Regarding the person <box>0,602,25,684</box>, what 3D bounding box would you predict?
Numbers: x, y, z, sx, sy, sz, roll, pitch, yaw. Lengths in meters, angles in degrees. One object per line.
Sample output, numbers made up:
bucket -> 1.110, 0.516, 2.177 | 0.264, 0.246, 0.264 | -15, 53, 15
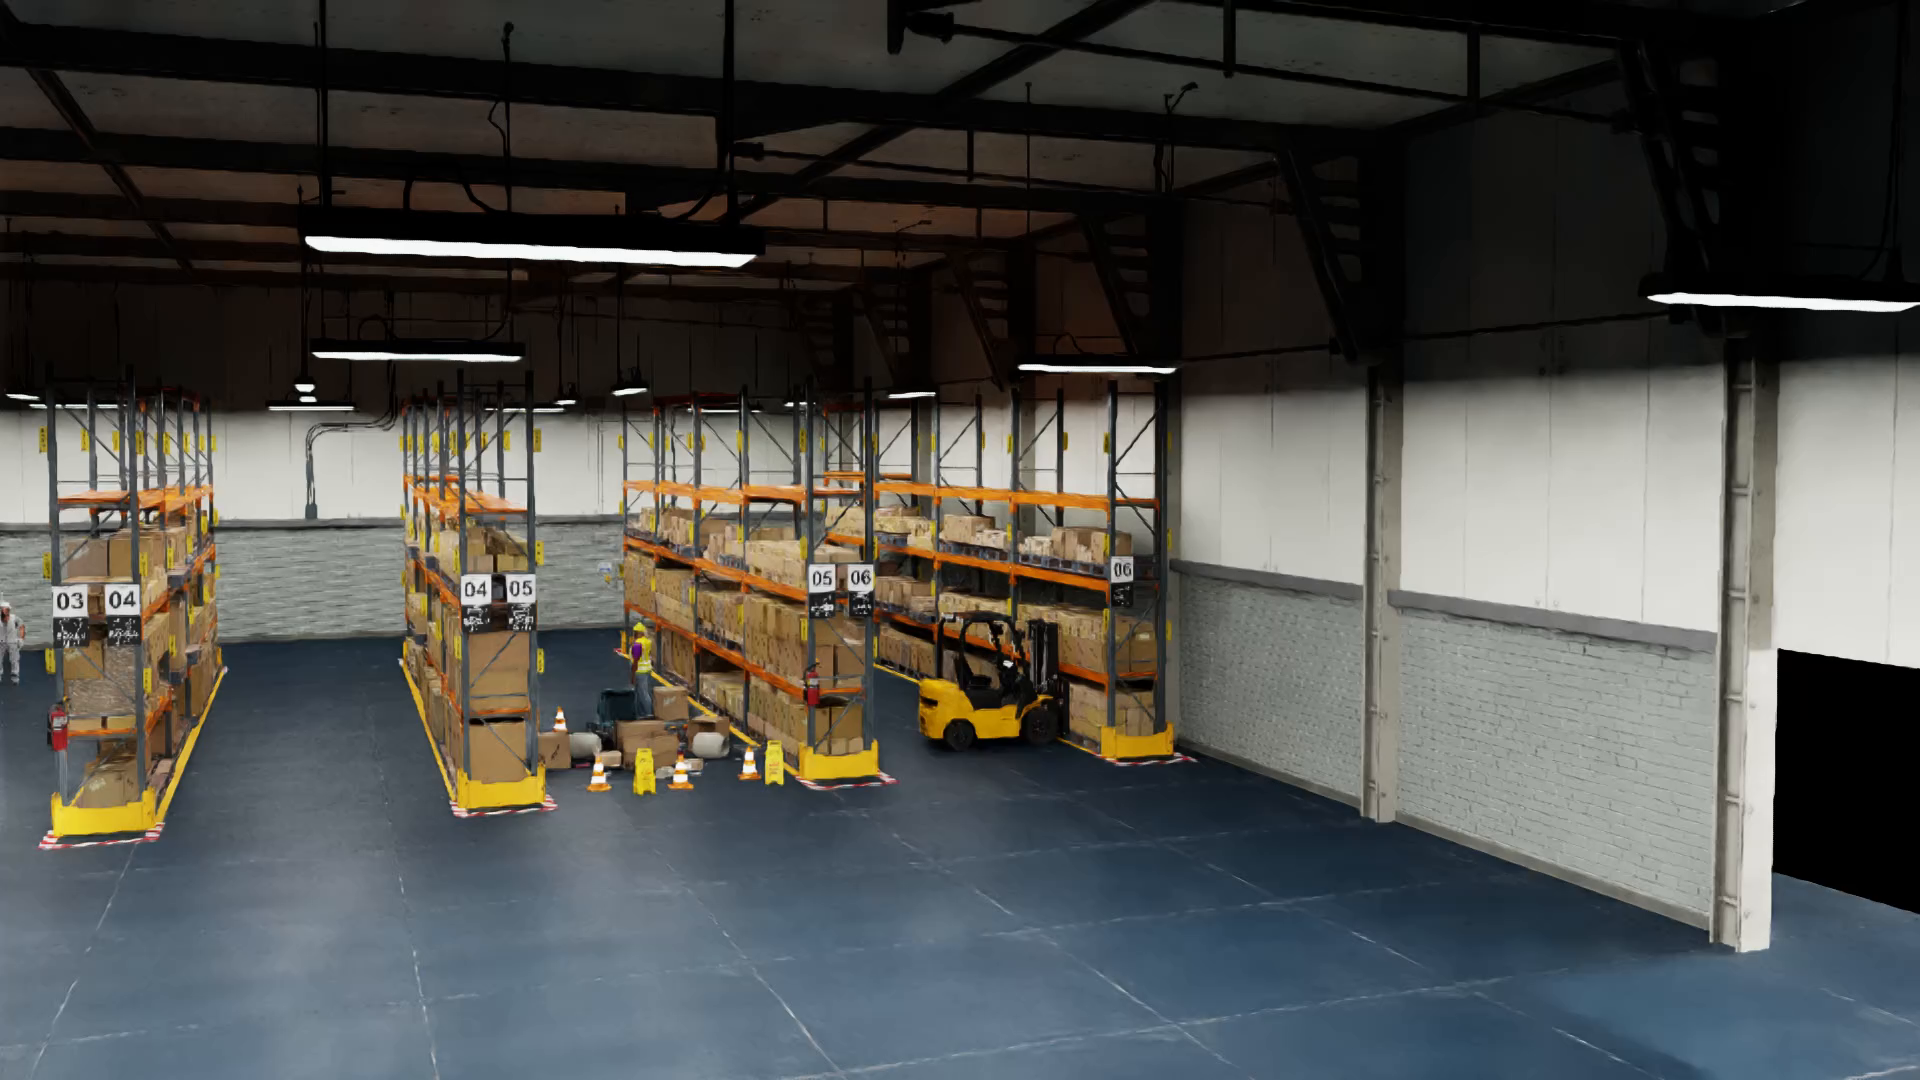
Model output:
person -> -19.698, 2.133, 34.355 | 0.677, 1.742, 0.552 | -1, 4, -23

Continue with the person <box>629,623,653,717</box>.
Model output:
person -> -5.761, 2.361, 29.824 | 0.580, 1.763, 0.673 | 0, 3, 6
